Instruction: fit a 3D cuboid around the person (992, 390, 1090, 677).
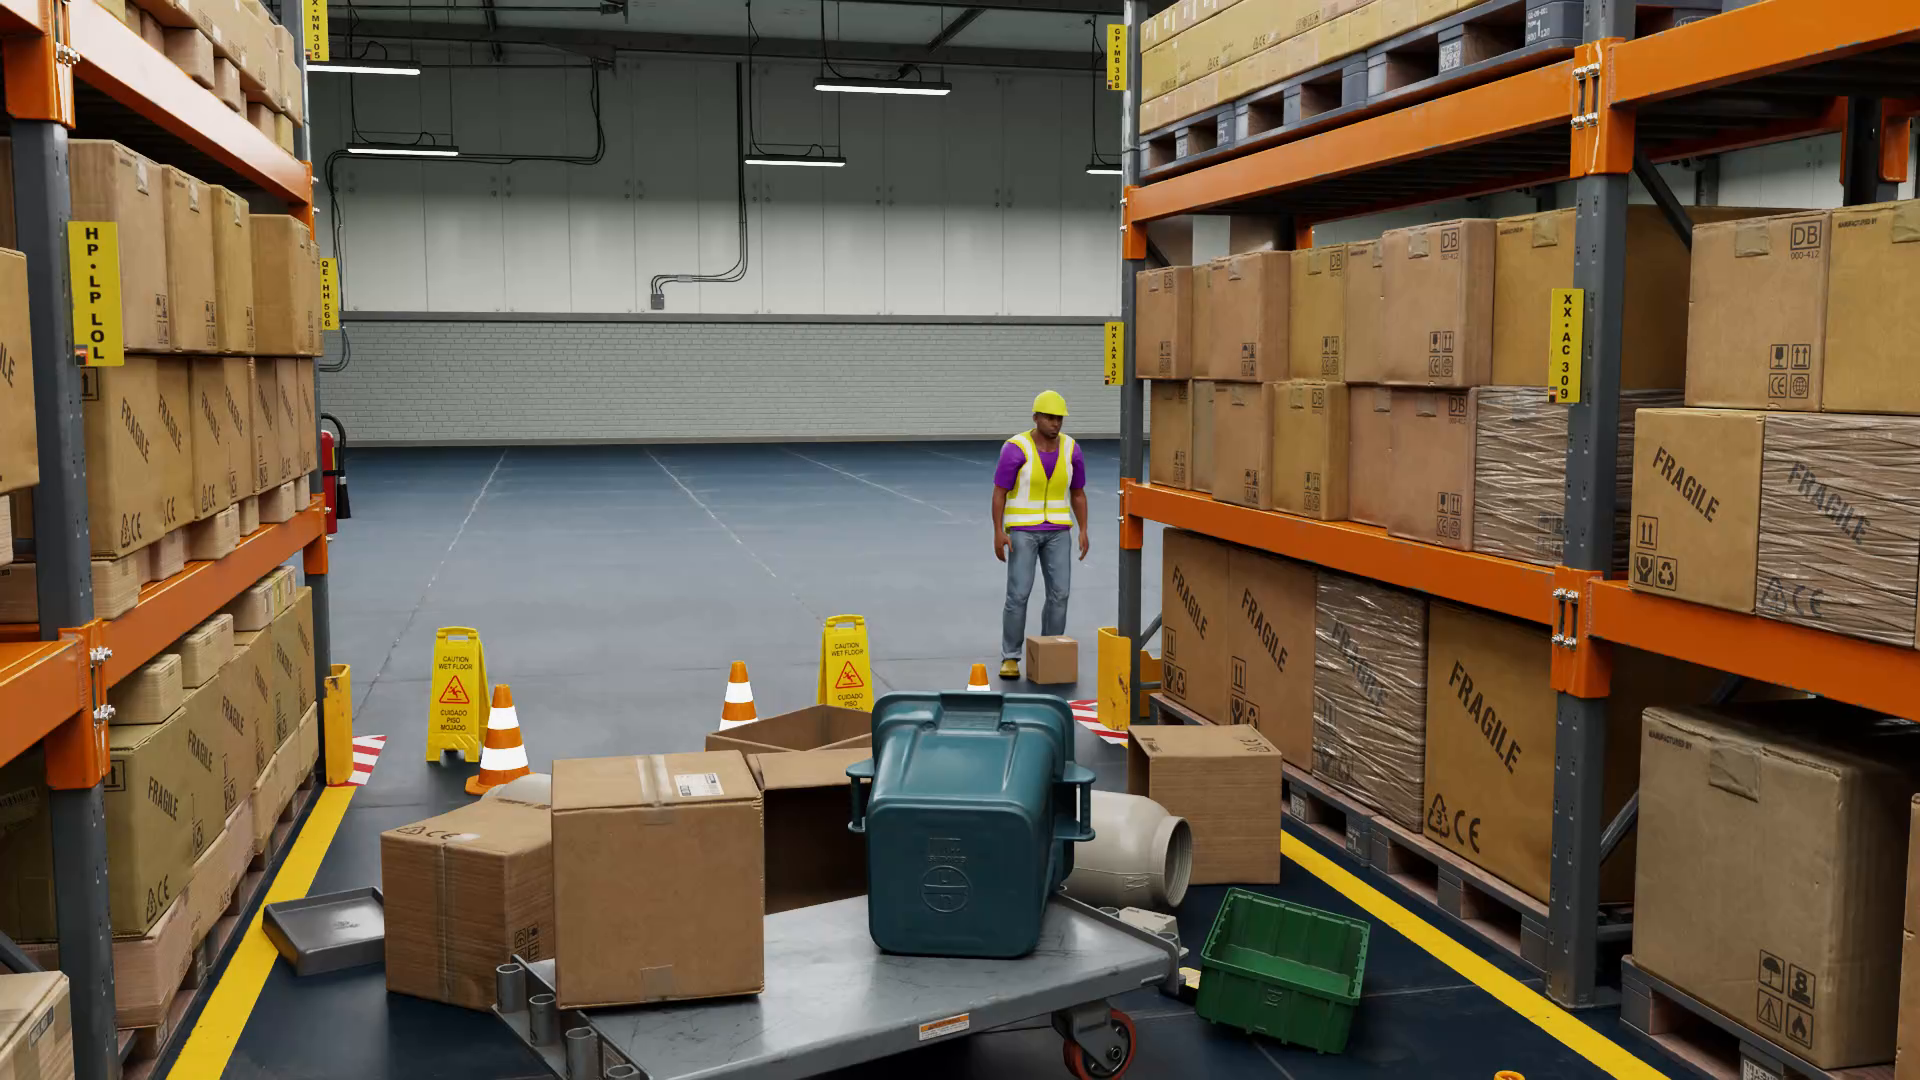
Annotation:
[{"bbox_3d":[0.505,-0.043,10.277,0.634,1.760,0.459,-2,6,-17],"label":"person"}]
